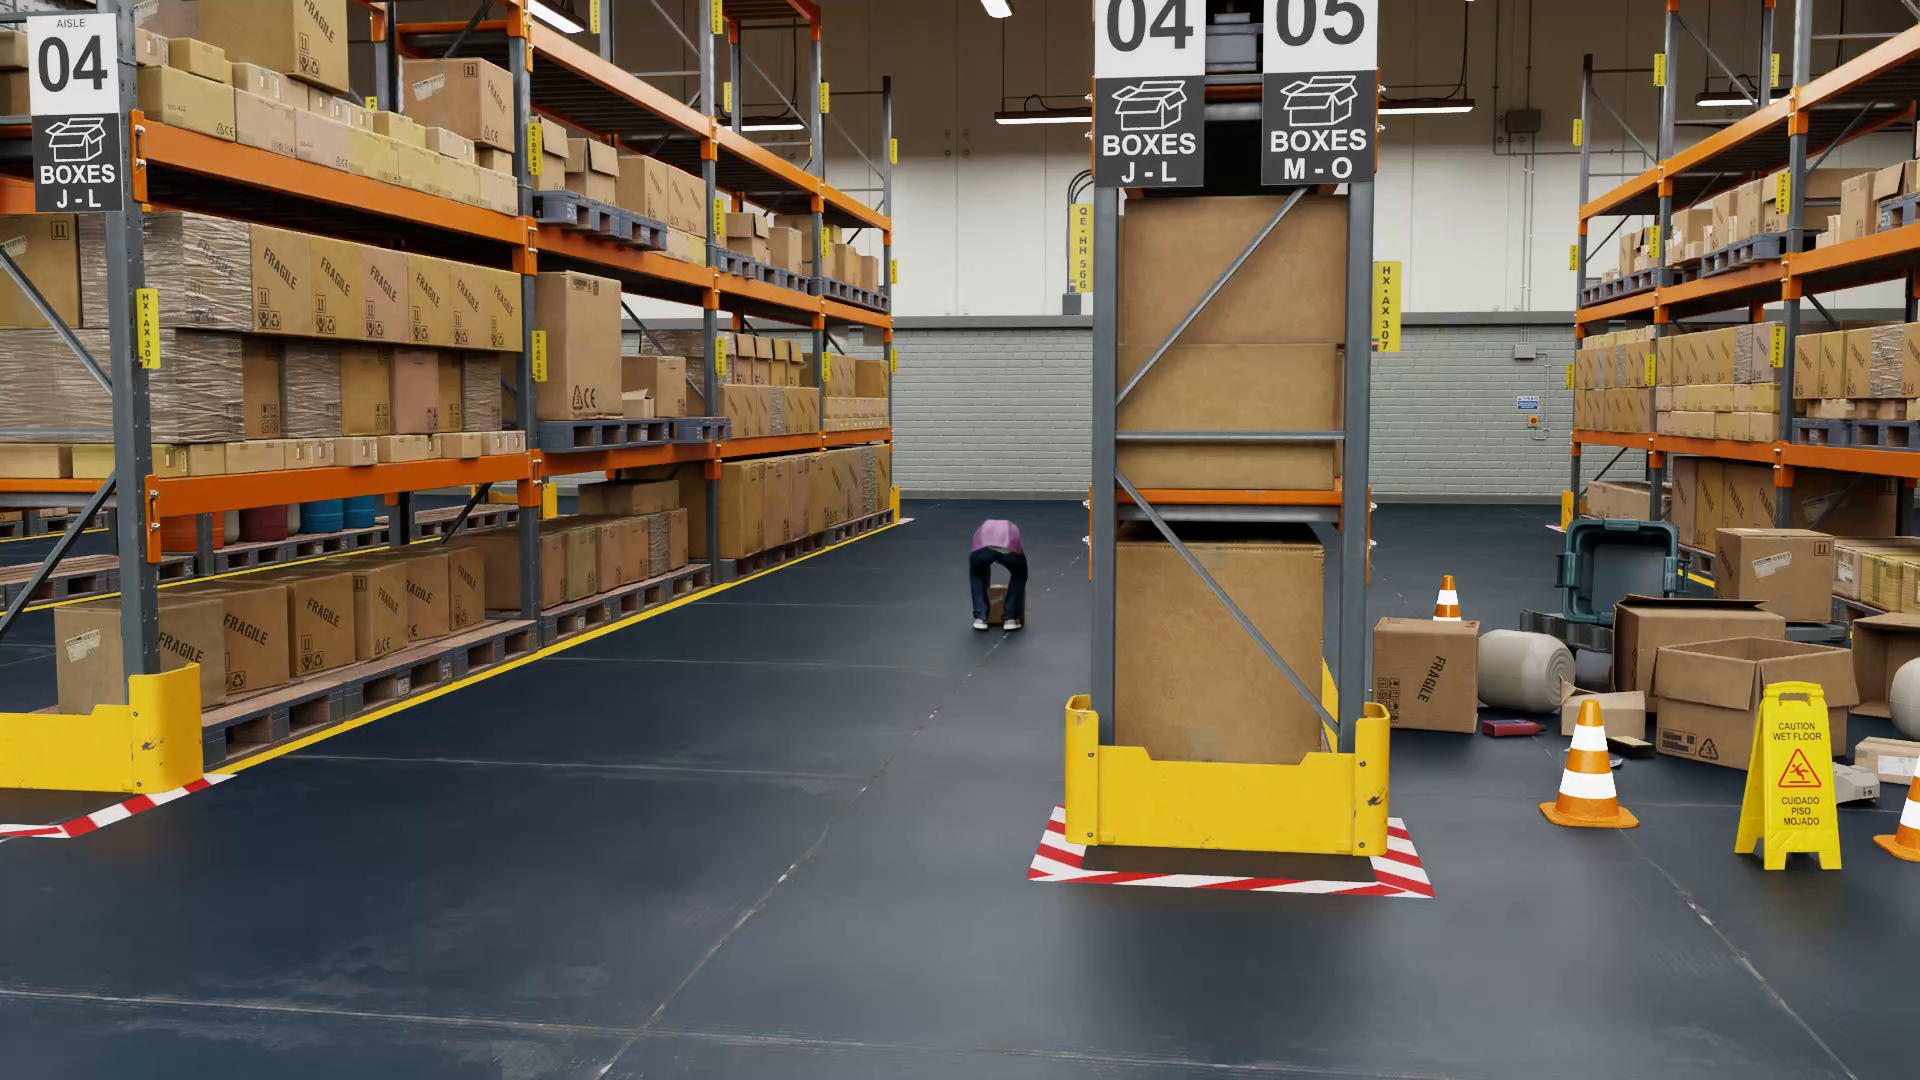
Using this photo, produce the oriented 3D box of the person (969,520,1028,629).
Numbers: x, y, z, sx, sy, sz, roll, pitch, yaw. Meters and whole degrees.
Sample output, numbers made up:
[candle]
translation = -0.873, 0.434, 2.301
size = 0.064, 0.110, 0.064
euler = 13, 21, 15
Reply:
[person]
translation = 0.280, 0.245, 12.132
size = 0.432, 0.808, 0.864
euler = 1, 5, 6
